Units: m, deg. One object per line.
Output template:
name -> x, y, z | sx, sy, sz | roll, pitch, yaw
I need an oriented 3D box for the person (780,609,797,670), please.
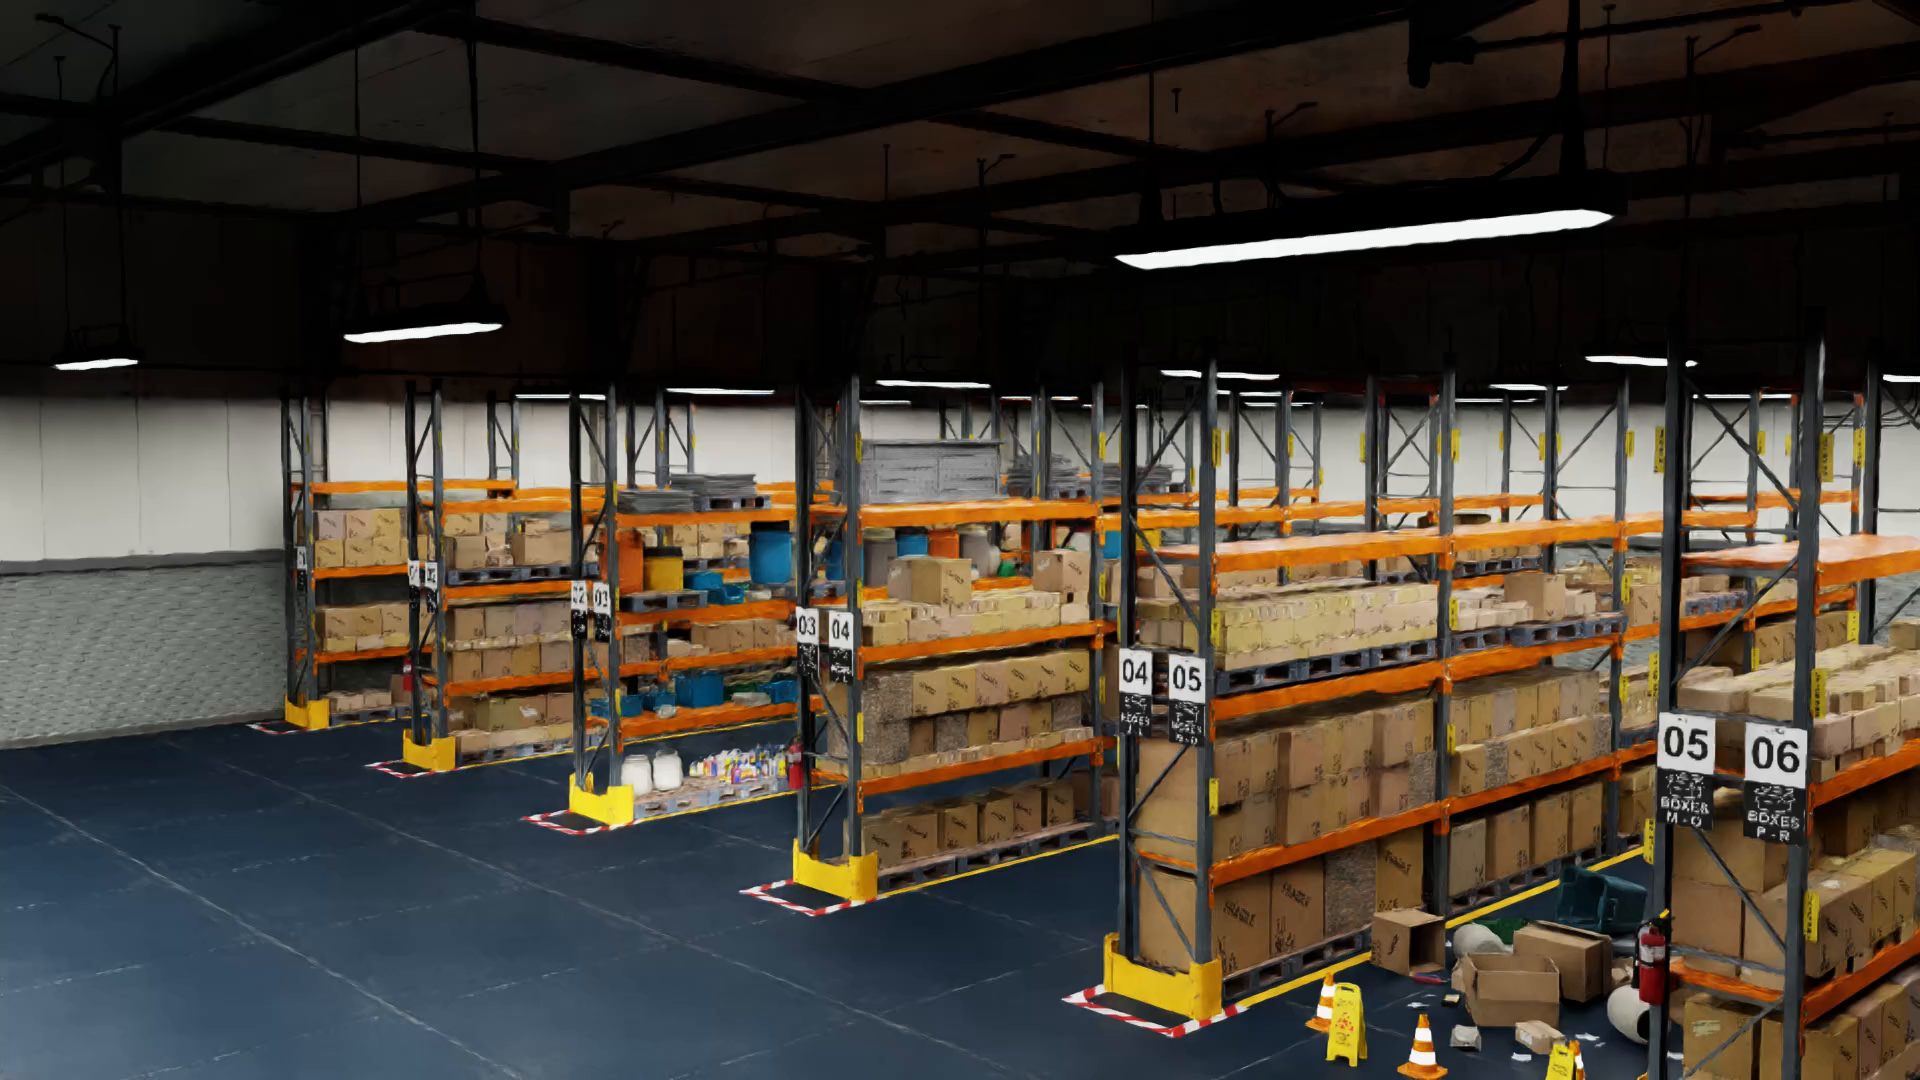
person -> -3.434, 2.073, 34.836 | 1.111, 1.725, 0.600 | -4, 5, -45

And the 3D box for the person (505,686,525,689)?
person -> -8.168, 2.311, 30.691 | 0.492, 1.767, 0.626 | 1, 4, 20
